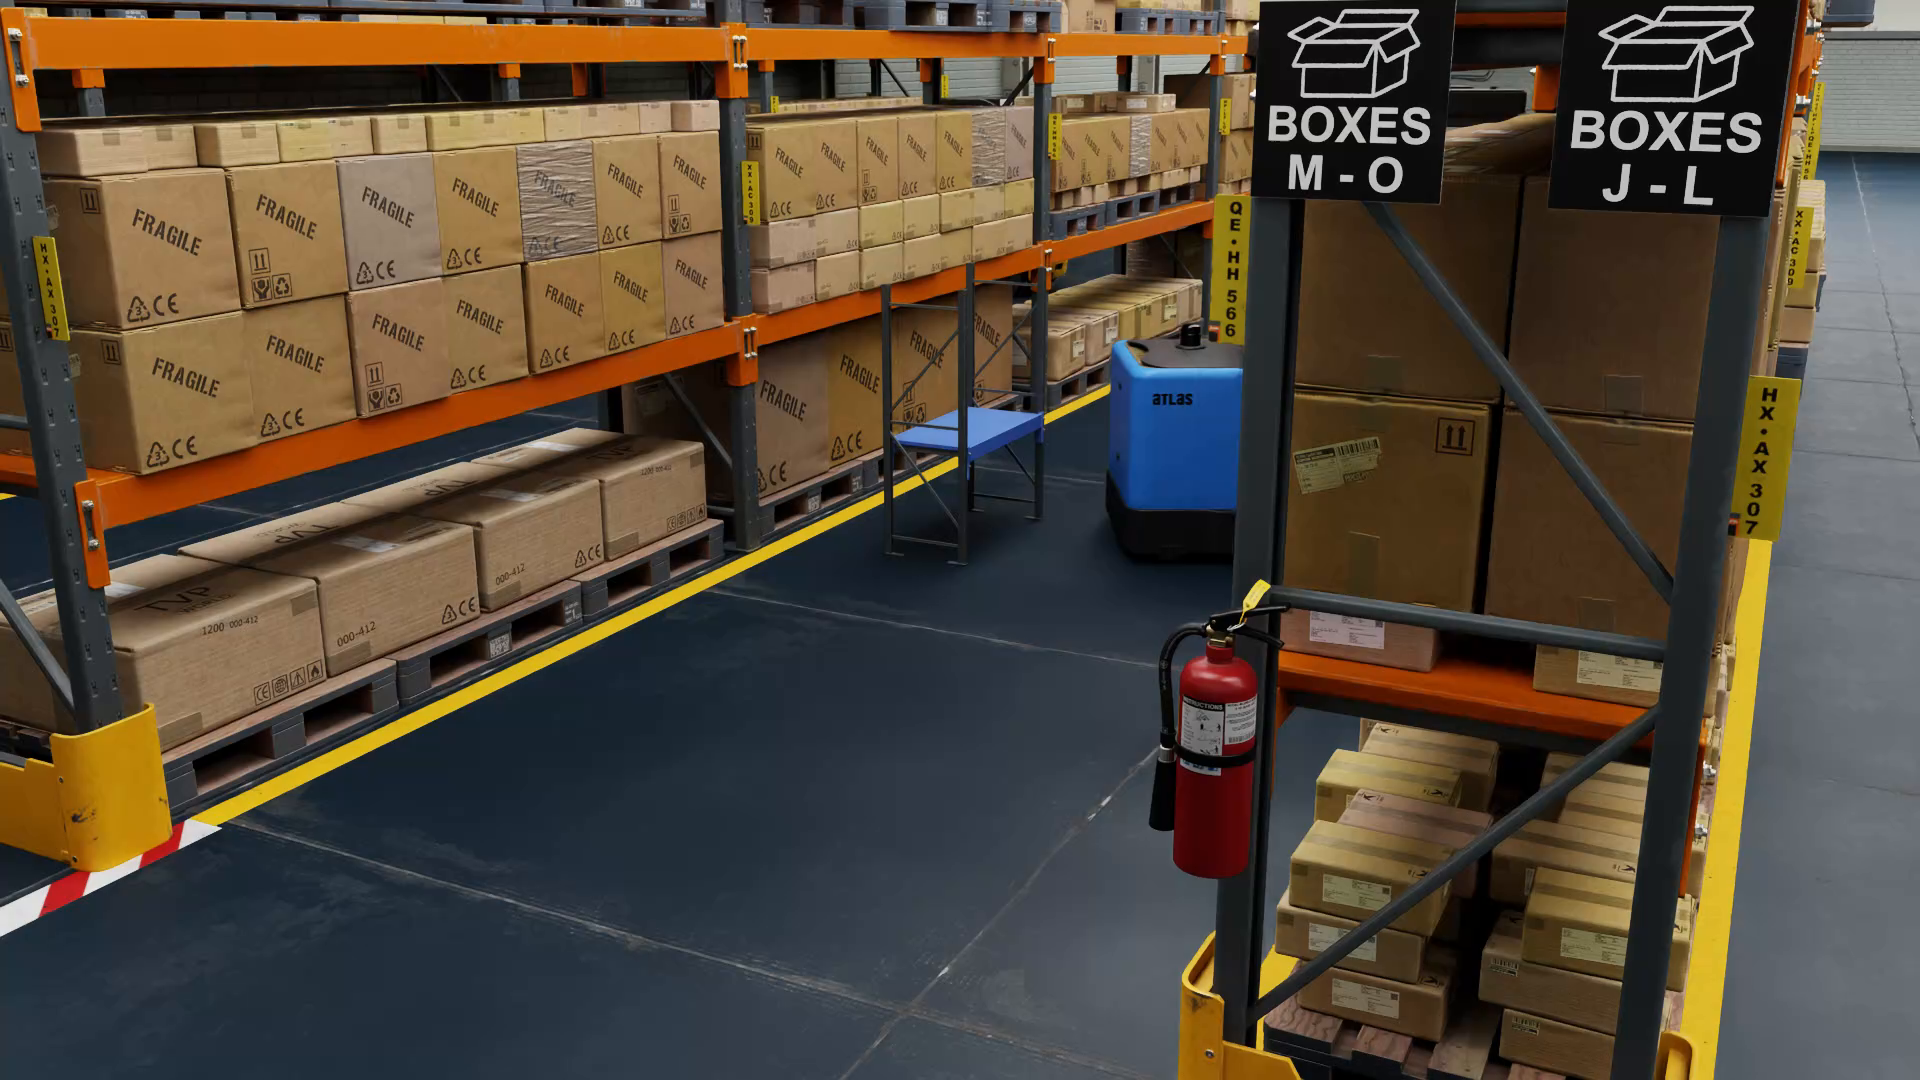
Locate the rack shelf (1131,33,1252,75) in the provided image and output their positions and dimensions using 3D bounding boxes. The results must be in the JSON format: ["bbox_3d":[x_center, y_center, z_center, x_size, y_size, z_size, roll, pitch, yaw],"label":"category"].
[{"bbox_3d":[2.874,-5.076,17.342,1.077,0.370,4.000,8,18,25],"label":"rack shelf"}]

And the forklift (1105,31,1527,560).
[{"bbox_3d":[2.396,-1.426,9.176,3.031,2.935,1.130,0,17,-2],"label":"forklift"}]

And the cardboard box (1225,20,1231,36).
[{"bbox_3d":[2.343,-4.840,15.724,0.380,0.149,0.250,8,18,25],"label":"cardboard box"}]

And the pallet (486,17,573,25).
[{"bbox_3d":[-4.026,-4.617,14.864,1.213,0.211,1.003,9,19,28],"label":"pallet"}]

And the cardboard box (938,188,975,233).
[{"bbox_3d":[-0.232,-2.203,11.058,0.500,0.250,0.500,8,18,24],"label":"cardboard box"}]

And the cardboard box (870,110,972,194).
[{"bbox_3d":[-0.254,-2.560,10.943,0.500,0.500,0.500,8,18,25],"label":"cardboard box"}]

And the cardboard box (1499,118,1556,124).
[{"bbox_3d":[2.242,-1.284,6.125,0.500,0.500,0.500,7,18,24],"label":"cardboard box"}]

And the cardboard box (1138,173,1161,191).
[{"bbox_3d":[1.529,-3.130,14.499,0.380,0.149,0.250,8,18,25],"label":"cardboard box"}]

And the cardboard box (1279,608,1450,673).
[{"bbox_3d":[0.985,0.188,4.063,0.380,0.149,0.250,8,18,25],"label":"cardboard box"}]

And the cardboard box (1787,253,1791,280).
[{"bbox_3d":[2.916,-0.863,6.465,0.500,0.500,0.500,8,18,25],"label":"cardboard box"}]

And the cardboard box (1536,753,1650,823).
[{"bbox_3d":[1.910,0.770,4.889,0.380,0.149,0.250,7,18,23],"label":"cardboard box"}]

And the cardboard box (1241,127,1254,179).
[{"bbox_3d":[2.630,-3.872,16.593,0.500,0.500,0.500,8,18,25],"label":"cardboard box"}]

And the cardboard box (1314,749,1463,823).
[{"bbox_3d":[1.268,0.761,4.918,0.380,0.149,0.250,8,18,24],"label":"cardboard box"}]

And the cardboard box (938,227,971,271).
[{"bbox_3d":[-0.254,-1.963,11.128,0.500,0.250,0.500,8,18,25],"label":"cardboard box"}]

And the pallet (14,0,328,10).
[{"bbox_3d":[-3.059,-2.003,5.887,1.003,0.211,1.213,8,18,25],"label":"pallet"}]

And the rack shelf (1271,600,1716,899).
[{"bbox_3d":[1.986,0.022,5.445,1.077,0.370,4.000,8,18,25],"label":"rack shelf"}]

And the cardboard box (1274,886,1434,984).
[{"bbox_3d":[1.073,1.039,4.506,0.380,0.149,0.250,8,18,24],"label":"cardboard box"}]

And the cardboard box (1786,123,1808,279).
[{"bbox_3d":[2.685,-1.215,5.894,0.500,0.500,0.500,7,18,24],"label":"cardboard box"}]

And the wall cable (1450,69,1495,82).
[{"bbox_3d":[14.113,-14.671,48.569,3.097,2.526,0.112,8,18,25],"label":"wall cable"}]

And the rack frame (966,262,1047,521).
[{"bbox_3d":[0.265,-0.870,9.820,0.500,1.500,0.032,8,18,25],"label":"rack frame"}]

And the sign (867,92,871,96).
[{"bbox_3d":[-1.168,-5.648,21.613,0.100,0.325,0.005,8,18,25],"label":"sign"}]

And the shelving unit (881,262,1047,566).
[{"bbox_3d":[0.038,-0.741,9.384,0.538,1.500,1.048,8,18,25],"label":"shelving unit"}]

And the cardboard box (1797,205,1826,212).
[{"bbox_3d":[4.044,-1.569,8.199,0.380,0.149,0.250,9,19,27],"label":"cardboard box"}]

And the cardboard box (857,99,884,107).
[{"bbox_3d":[-1.126,-5.169,19.821,0.380,0.149,0.250,8,19,26],"label":"cardboard box"}]

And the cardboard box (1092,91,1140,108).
[{"bbox_3d":[1.454,-4.102,15.491,0.380,0.149,0.250,8,18,25],"label":"cardboard box"}]

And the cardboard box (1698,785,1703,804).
[{"bbox_3d":[2.292,0.864,5.618,0.380,0.149,0.250,8,18,25],"label":"cardboard box"}]

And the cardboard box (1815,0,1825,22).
[{"bbox_3d":[2.902,-2.039,6.115,0.500,0.250,0.500,9,19,27],"label":"cardboard box"}]

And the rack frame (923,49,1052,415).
[{"bbox_3d":[0.193,-2.455,12.521,1.000,3.000,0.127,8,18,25],"label":"rack frame"}]

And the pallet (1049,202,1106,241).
[{"bbox_3d":[0.416,-2.558,13.205,1.213,0.211,1.003,8,18,25],"label":"pallet"}]

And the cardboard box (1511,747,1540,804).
[{"bbox_3d":[1.837,0.797,5.841,0.380,0.149,0.250,9,19,27],"label":"cardboard box"}]

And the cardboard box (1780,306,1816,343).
[{"bbox_3d":[3.467,-0.955,7.174,0.380,0.149,0.250,7,18,23],"label":"cardboard box"}]

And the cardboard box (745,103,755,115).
[{"bbox_3d":[-2.440,-4.784,18.526,0.380,0.149,0.250,8,18,24],"label":"cardboard box"}]

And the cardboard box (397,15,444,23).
[{"bbox_3d":[-4.485,-4.162,13.263,0.500,0.250,0.500,8,18,26],"label":"cardboard box"}]

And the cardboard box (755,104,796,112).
[{"bbox_3d":[-2.034,-4.730,18.343,0.380,0.149,0.250,8,19,26],"label":"cardboard box"}]

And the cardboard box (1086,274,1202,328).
[{"bbox_3d":[1.748,-2.281,15.815,0.950,0.372,0.625,8,18,26],"label":"cardboard box"}]

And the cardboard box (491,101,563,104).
[{"bbox_3d":[-2.144,-2.089,8.218,0.380,0.149,0.250,8,18,25],"label":"cardboard box"}]

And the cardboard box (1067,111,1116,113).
[{"bbox_3d":[1.058,-3.531,14.708,0.500,0.500,0.500,8,18,25],"label":"cardboard box"}]

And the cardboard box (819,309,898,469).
[{"bbox_3d":[-0.992,-1.018,10.678,0.875,0.875,0.875,9,19,27],"label":"cardboard box"}]

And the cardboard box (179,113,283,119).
[{"bbox_3d":[-2.939,-1.633,6.683,0.380,0.149,0.250,8,18,25],"label":"cardboard box"}]

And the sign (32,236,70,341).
[{"bbox_3d":[-2.888,-0.798,5.283,0.100,0.325,0.005,8,18,25],"label":"sign"}]

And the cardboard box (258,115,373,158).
[{"bbox_3d":[-2.531,-1.581,6.508,0.380,0.149,0.250,8,18,26],"label":"cardboard box"}]

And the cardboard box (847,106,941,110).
[{"bbox_3d":[-0.459,-2.760,11.617,0.500,0.500,0.500,8,18,26],"label":"cardboard box"}]

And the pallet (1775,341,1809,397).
[{"bbox_3d":[3.351,-0.916,7.678,1.003,0.211,1.213,8,18,25],"label":"pallet"}]

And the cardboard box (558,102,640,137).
[{"bbox_3d":[-1.782,-2.040,8.052,0.380,0.149,0.250,8,18,25],"label":"cardboard box"}]

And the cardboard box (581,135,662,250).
[{"bbox_3d":[-1.792,-1.680,7.980,0.500,0.500,0.500,8,18,25],"label":"cardboard box"}]

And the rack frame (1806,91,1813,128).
[{"bbox_3d":[6.454,-2.870,13.918,1.000,3.000,0.127,8,18,25],"label":"rack frame"}]

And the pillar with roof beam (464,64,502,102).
[{"bbox_3d":[-0.622,-5.860,13.450,9.100,9.000,0.400,8,18,25],"label":"pillar with roof beam"}]

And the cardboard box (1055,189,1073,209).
[{"bbox_3d":[0.661,-2.663,12.924,0.380,0.149,0.250,7,18,22],"label":"cardboard box"}]

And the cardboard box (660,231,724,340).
[{"bbox_3d":[-1.573,-1.333,8.569,0.500,0.500,0.500,8,18,26],"label":"cardboard box"}]

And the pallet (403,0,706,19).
[{"bbox_3d":[-1.969,-2.624,7.979,1.003,0.211,1.213,8,18,25],"label":"pallet"}]

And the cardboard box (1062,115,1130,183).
[{"bbox_3d":[1.059,-3.202,13.600,0.500,0.500,0.500,8,19,26],"label":"cardboard box"}]

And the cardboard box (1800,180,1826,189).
[{"bbox_3d":[4.858,-2.034,9.762,0.380,0.149,0.250,7,18,23],"label":"cardboard box"}]
